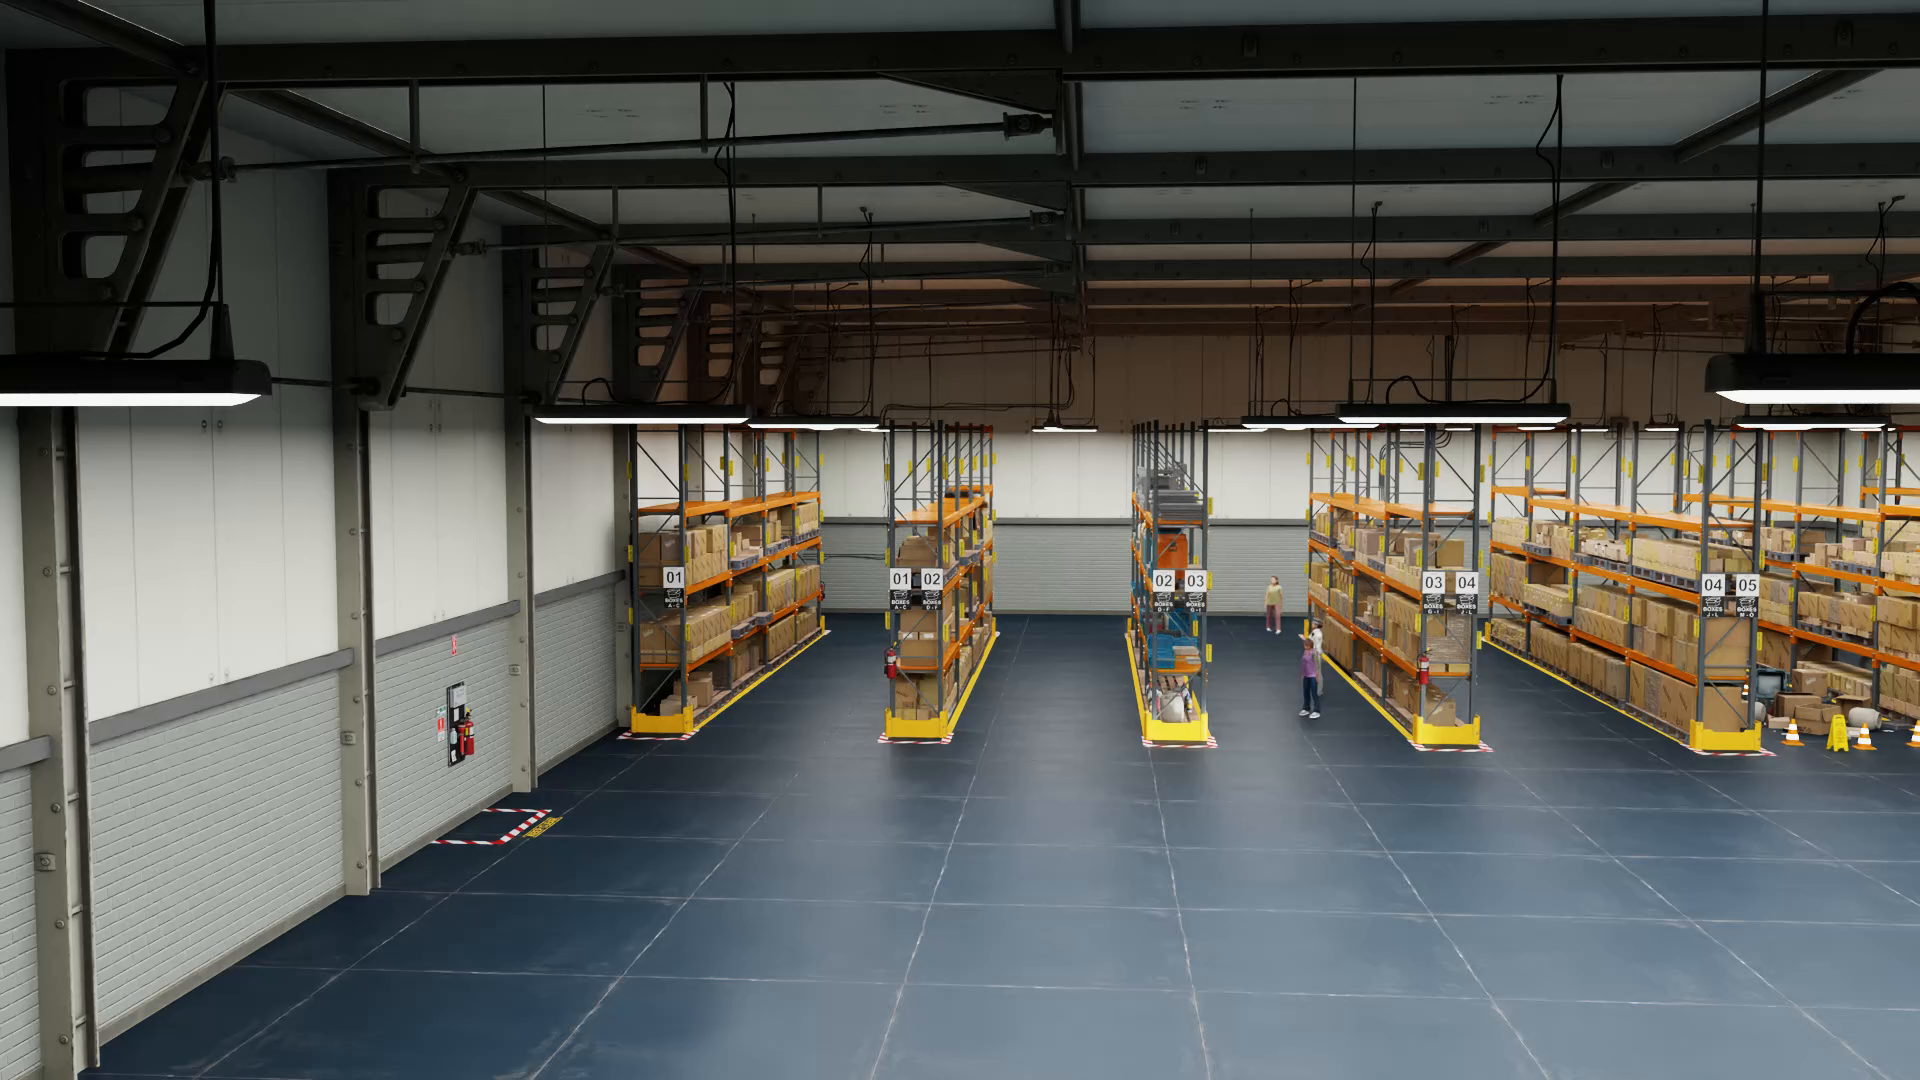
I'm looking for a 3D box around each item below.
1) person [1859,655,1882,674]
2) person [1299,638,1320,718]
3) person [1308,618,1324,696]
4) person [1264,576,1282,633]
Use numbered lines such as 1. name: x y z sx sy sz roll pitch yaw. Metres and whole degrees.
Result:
1. person: 21.079 2.468 38.499 0.540 1.665 0.581 -3 4 -35
2. person: 7.111 2.795 33.761 0.353 1.585 0.498 -1 4 -22
3. person: 7.833 2.560 36.696 0.362 1.701 0.528 -1 4 -14
4. person: 9.051 1.856 47.973 0.531 1.619 0.959 0 4 -1
